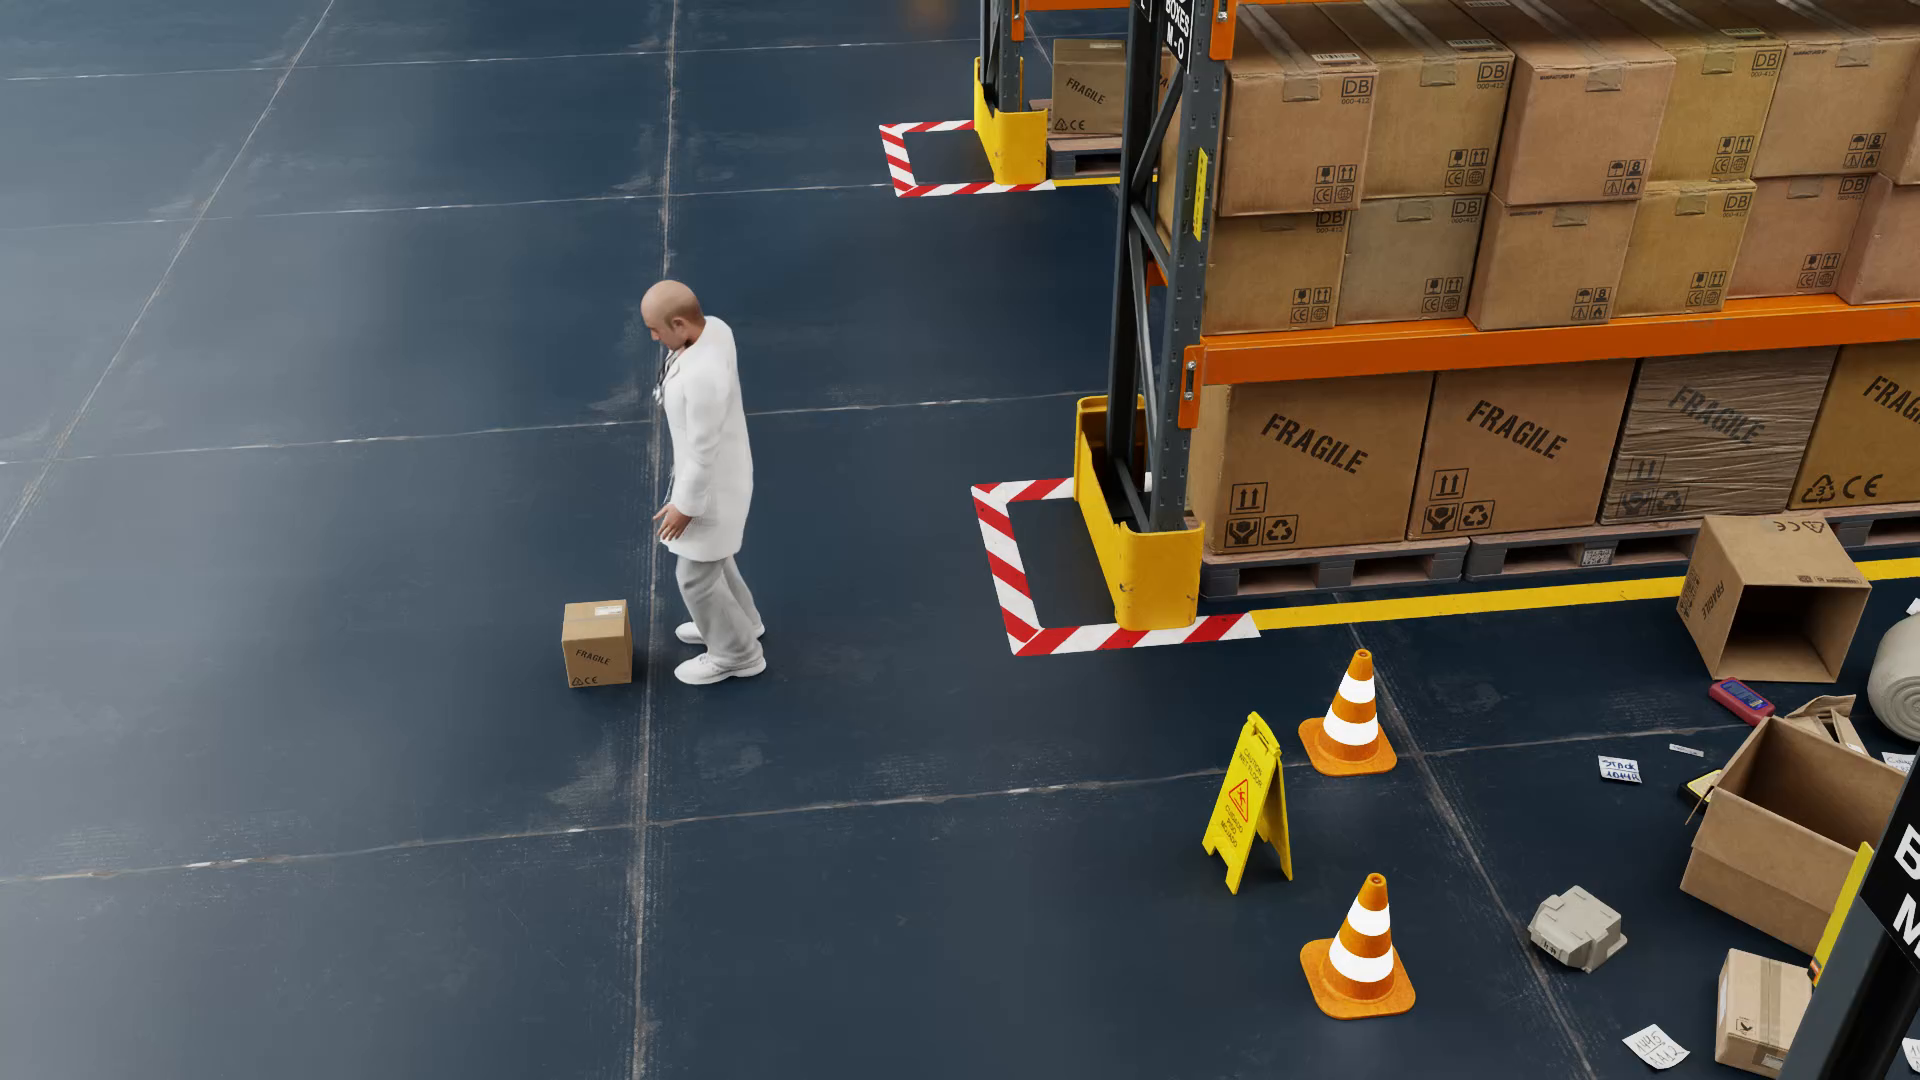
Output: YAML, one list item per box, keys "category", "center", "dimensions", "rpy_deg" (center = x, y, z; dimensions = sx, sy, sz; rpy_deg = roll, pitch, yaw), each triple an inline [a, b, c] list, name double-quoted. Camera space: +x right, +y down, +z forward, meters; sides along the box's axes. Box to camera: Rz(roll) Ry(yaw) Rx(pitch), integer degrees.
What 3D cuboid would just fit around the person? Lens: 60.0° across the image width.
- category: "person"
  center: [-1.002, -0.215, 6.505]
  dimensions: [0.388, 1.752, 0.579]
  rpy_deg: [-4, 35, -5]
